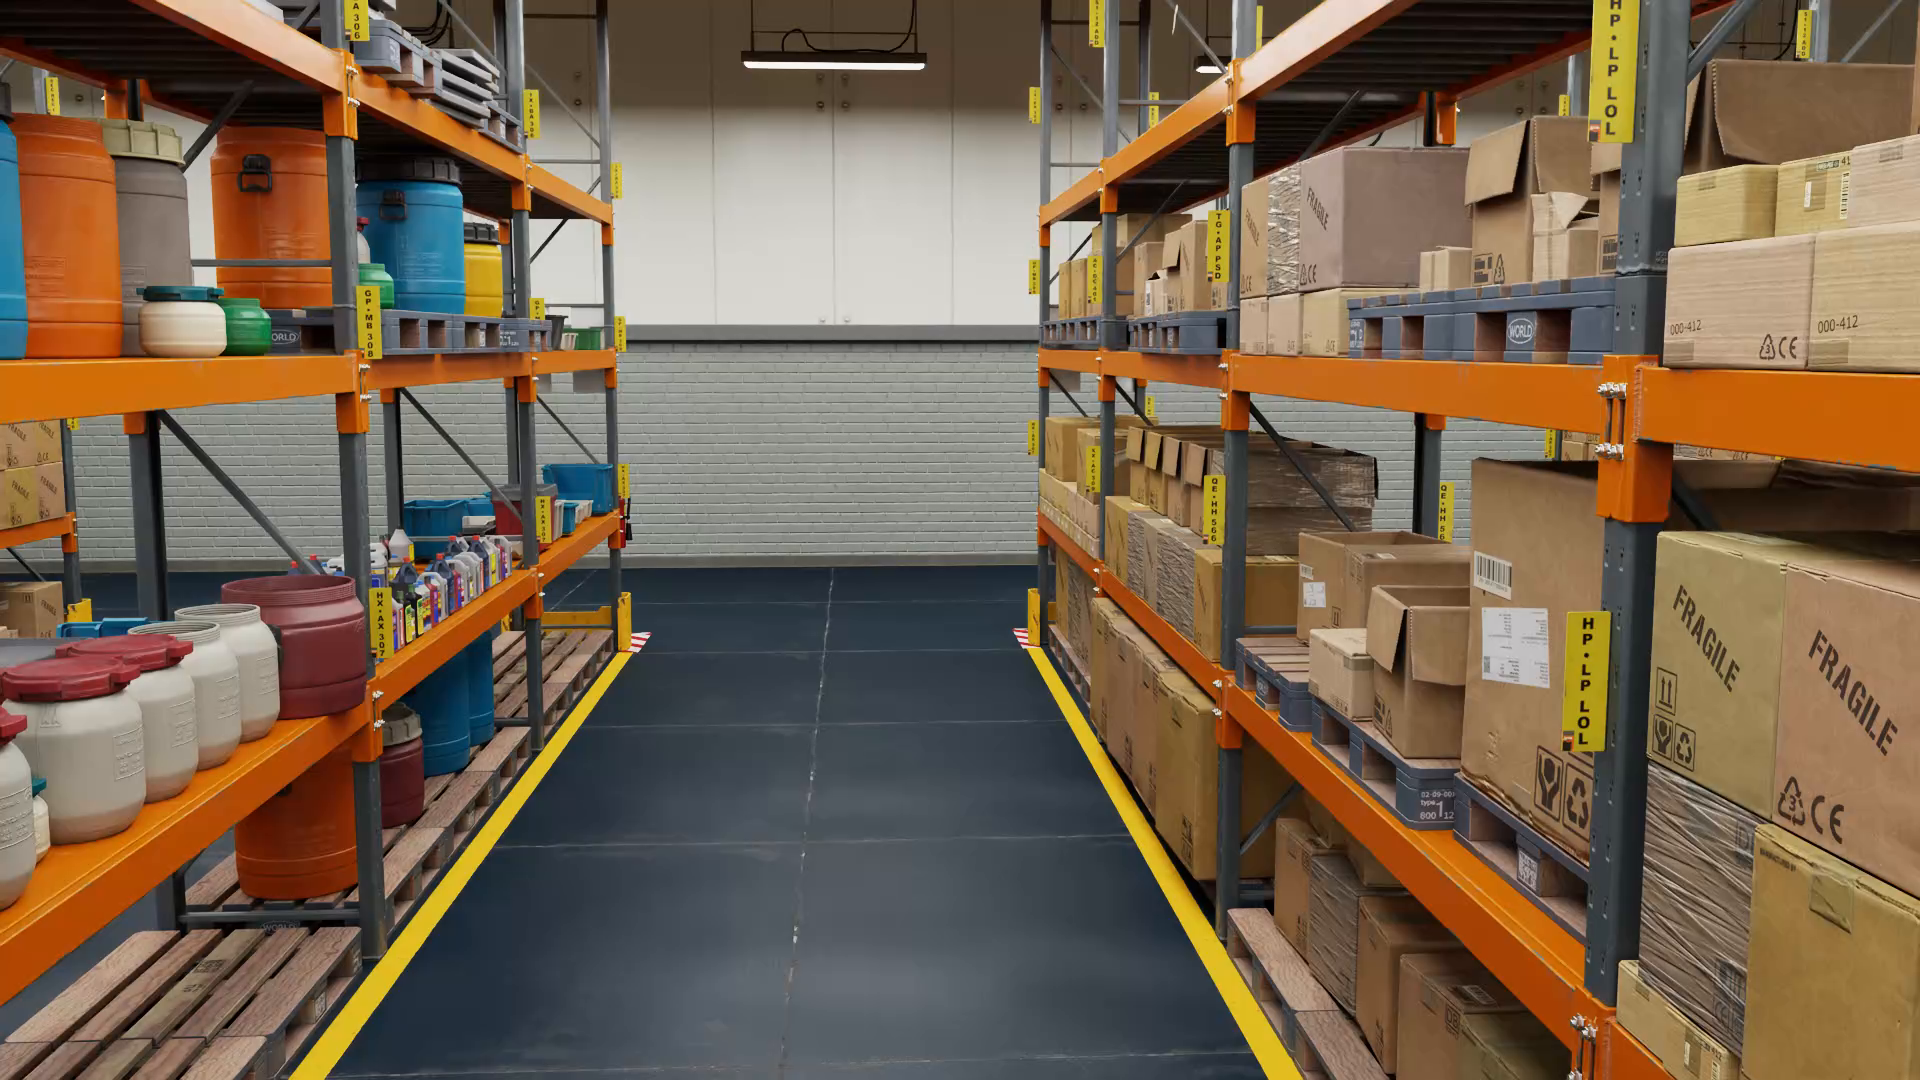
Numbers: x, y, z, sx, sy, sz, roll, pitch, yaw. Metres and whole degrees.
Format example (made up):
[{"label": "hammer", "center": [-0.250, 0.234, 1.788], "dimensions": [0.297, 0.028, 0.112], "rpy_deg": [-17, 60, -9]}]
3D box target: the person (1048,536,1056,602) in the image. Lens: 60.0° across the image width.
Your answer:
[{"label": "person", "center": [1.149, -0.014, 16.942], "dimensions": [0.563, 1.770, 0.530], "rpy_deg": [0, 7, -3]}]
